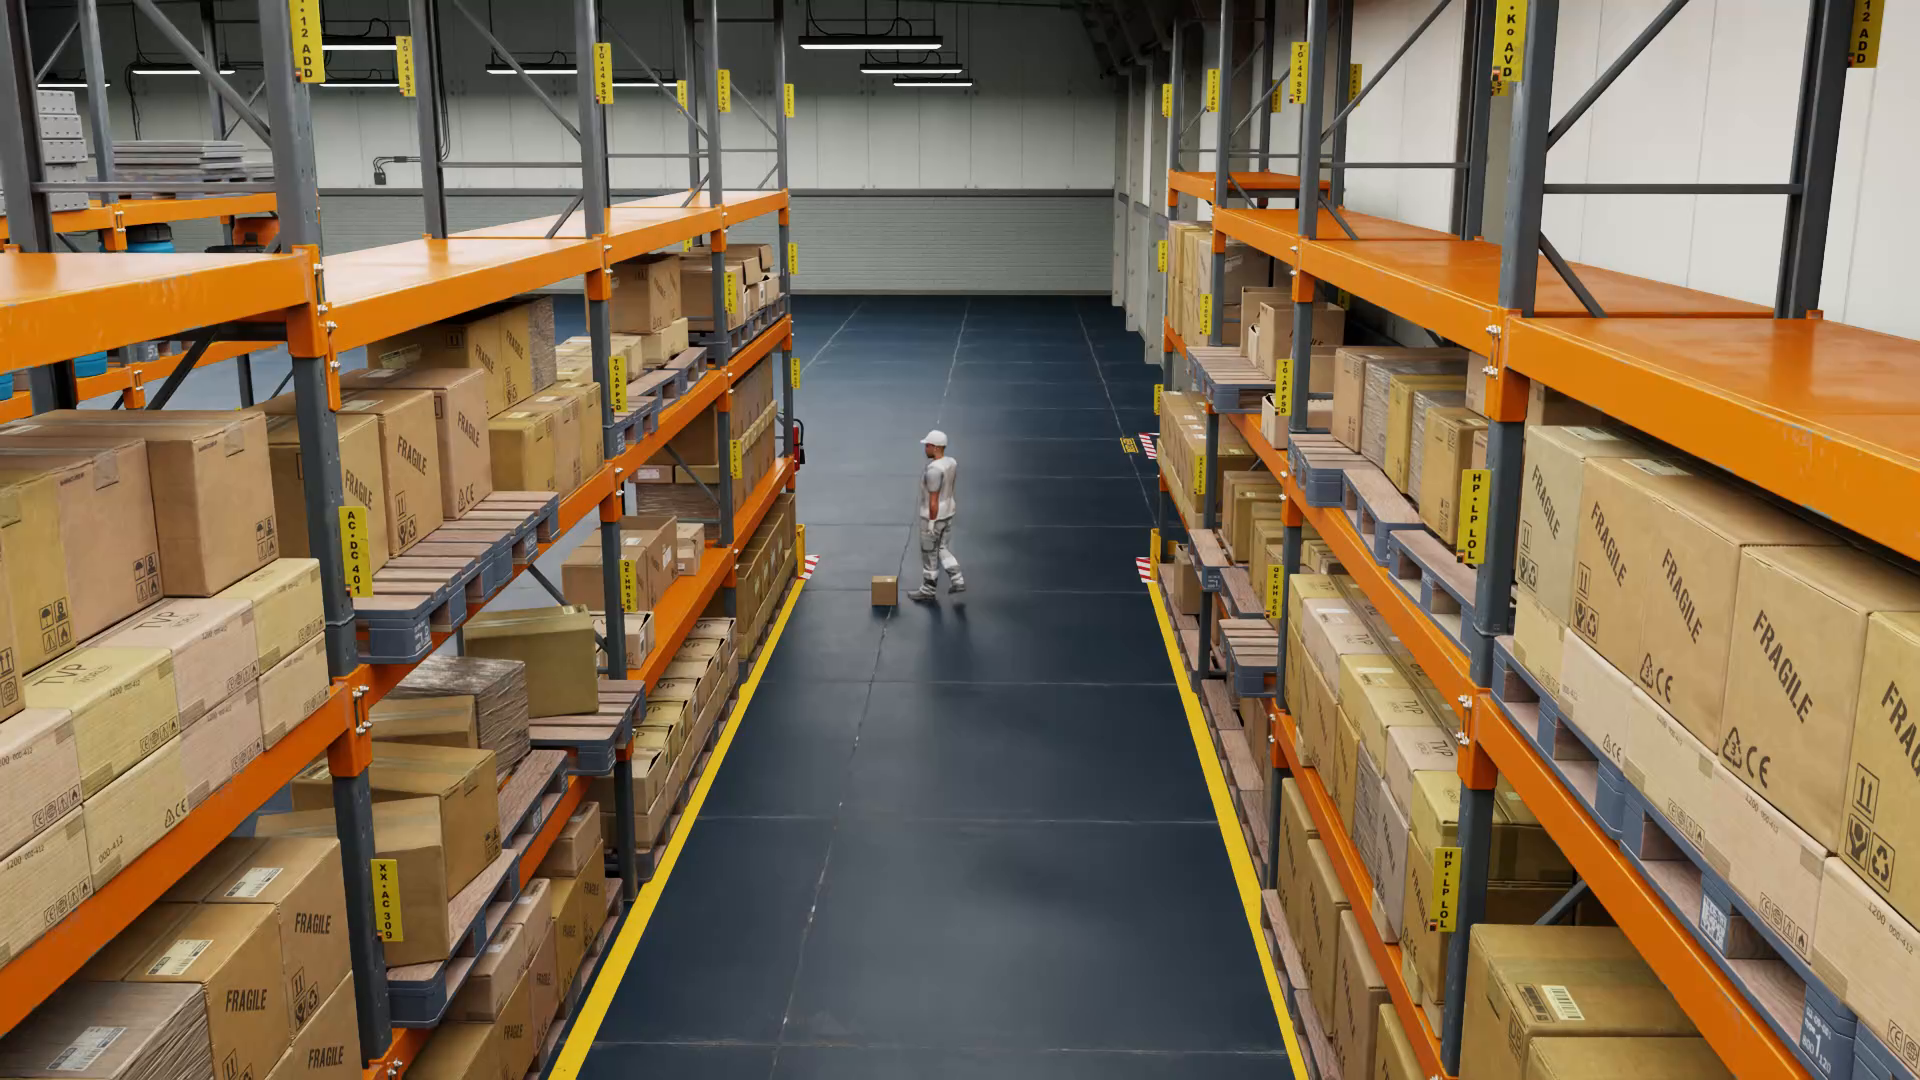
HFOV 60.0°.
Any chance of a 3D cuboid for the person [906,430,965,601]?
[{"bbox_3d":[-0.239,-0.241,16.878,0.656,1.781,0.618,7,15,27],"label":"person"}]
